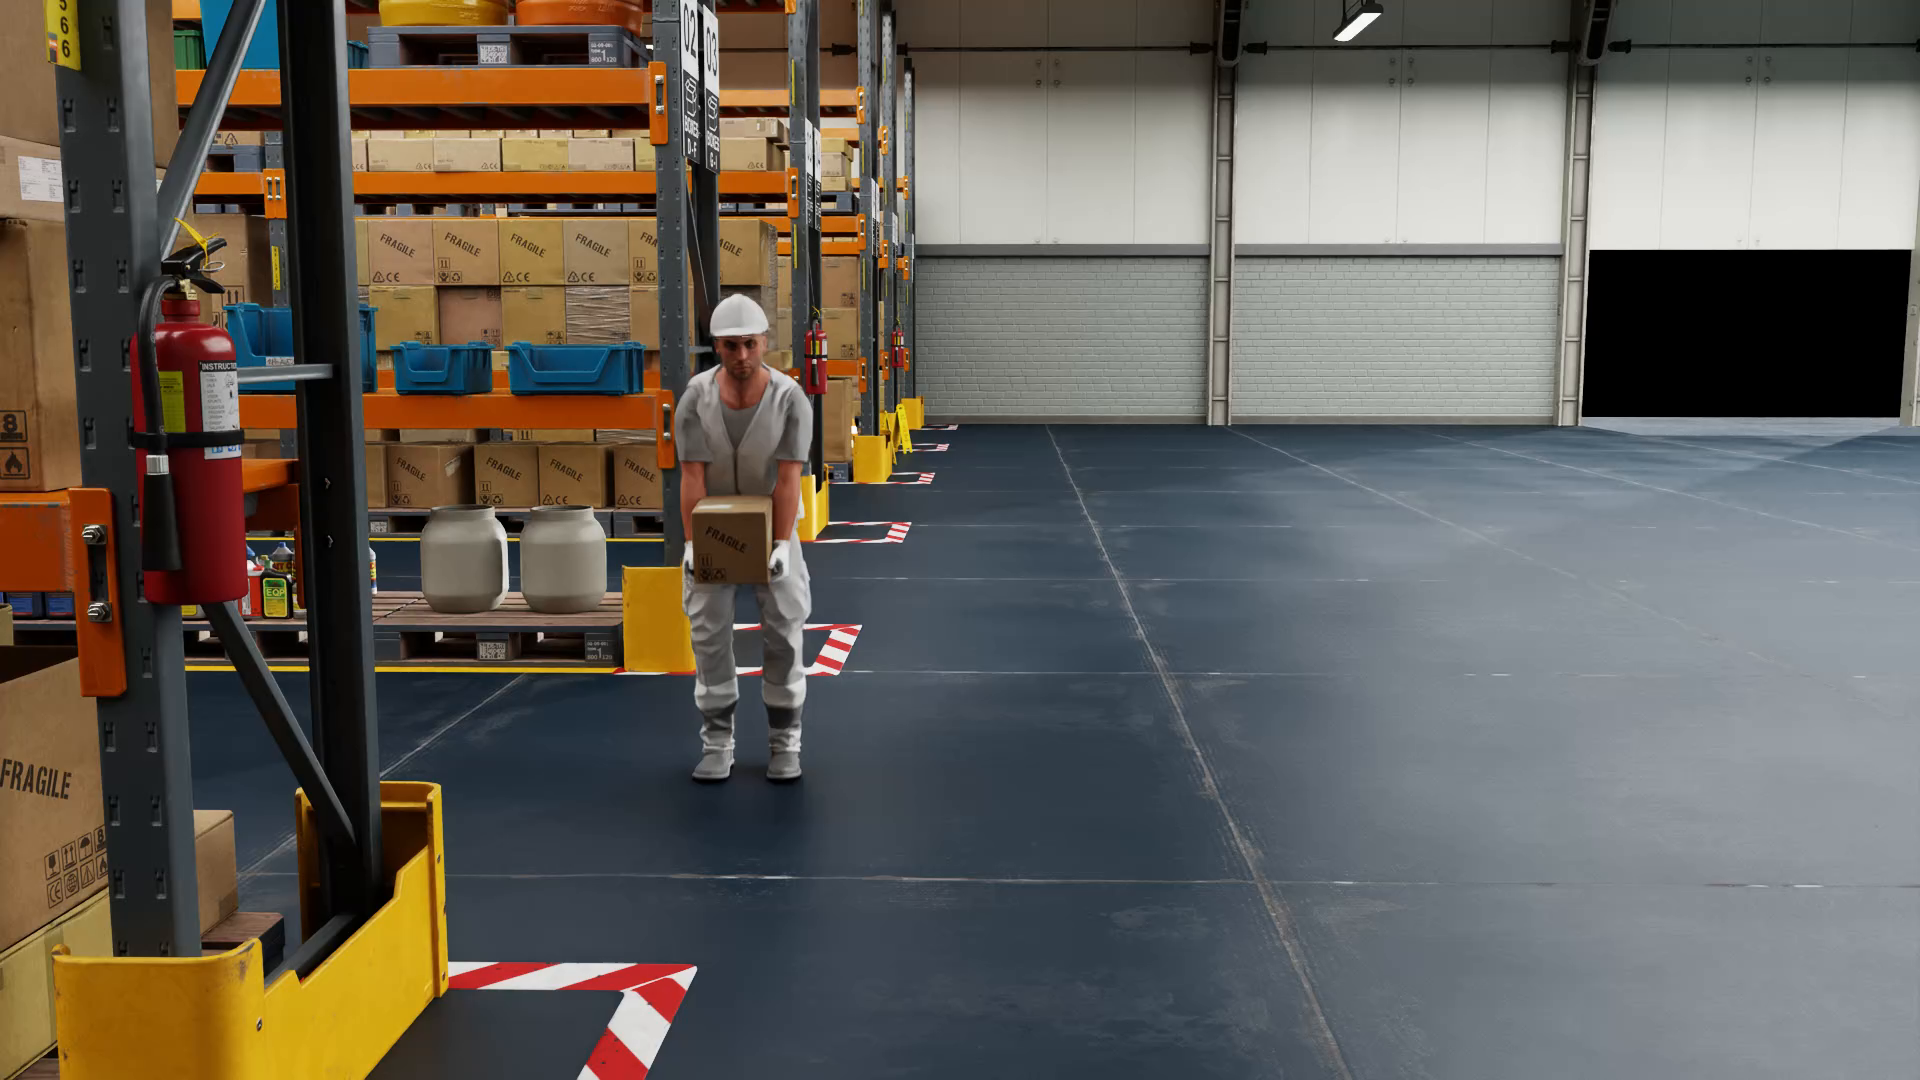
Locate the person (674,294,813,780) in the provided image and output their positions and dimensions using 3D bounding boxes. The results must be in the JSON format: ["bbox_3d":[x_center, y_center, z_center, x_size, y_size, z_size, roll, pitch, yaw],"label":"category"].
[{"bbox_3d":[-0.755,0.006,5.870,0.486,1.724,0.604,0,7,0],"label":"person"}]
